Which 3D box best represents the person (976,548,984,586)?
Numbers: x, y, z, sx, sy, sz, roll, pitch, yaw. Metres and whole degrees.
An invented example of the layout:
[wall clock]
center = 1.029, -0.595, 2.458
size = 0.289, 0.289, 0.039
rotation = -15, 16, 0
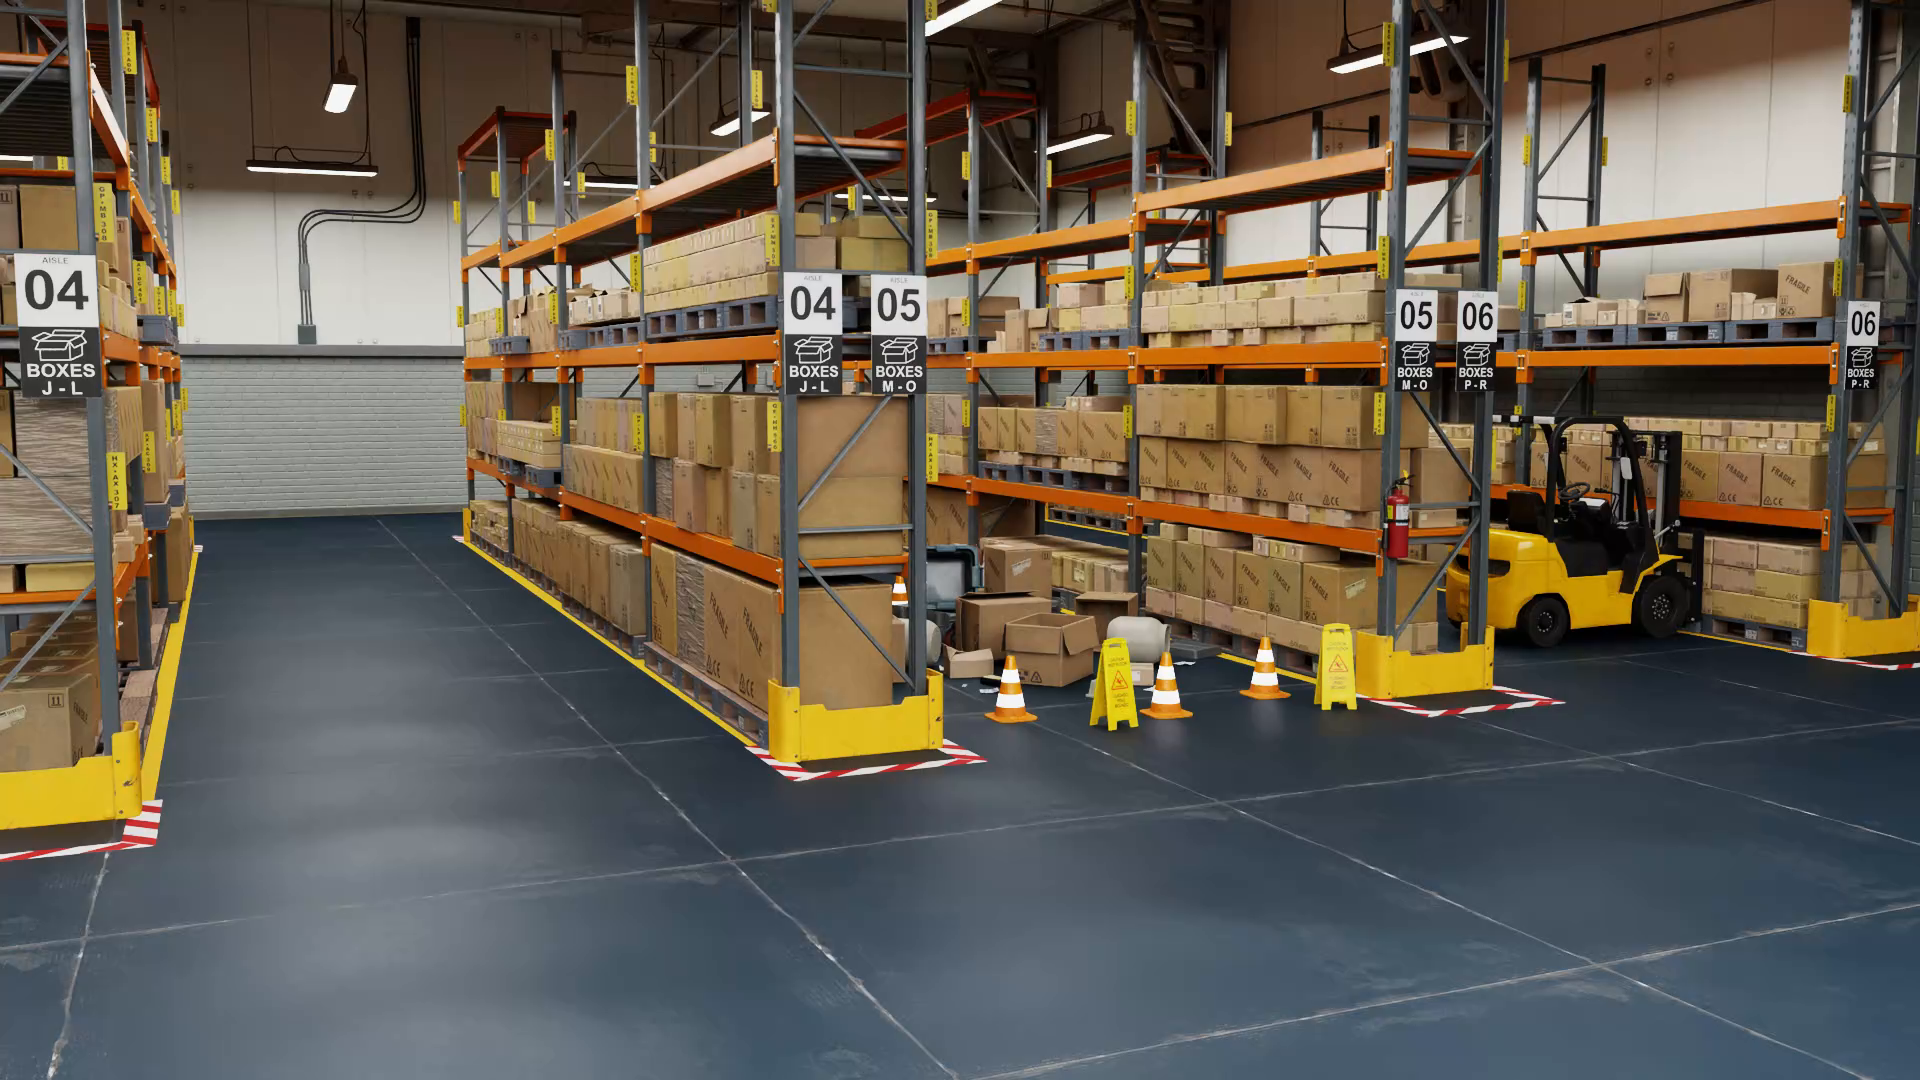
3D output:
[person]
center = 0.028, 0.416, 18.251
size = 0.413, 0.714, 0.856
rotation = -3, 6, -25
